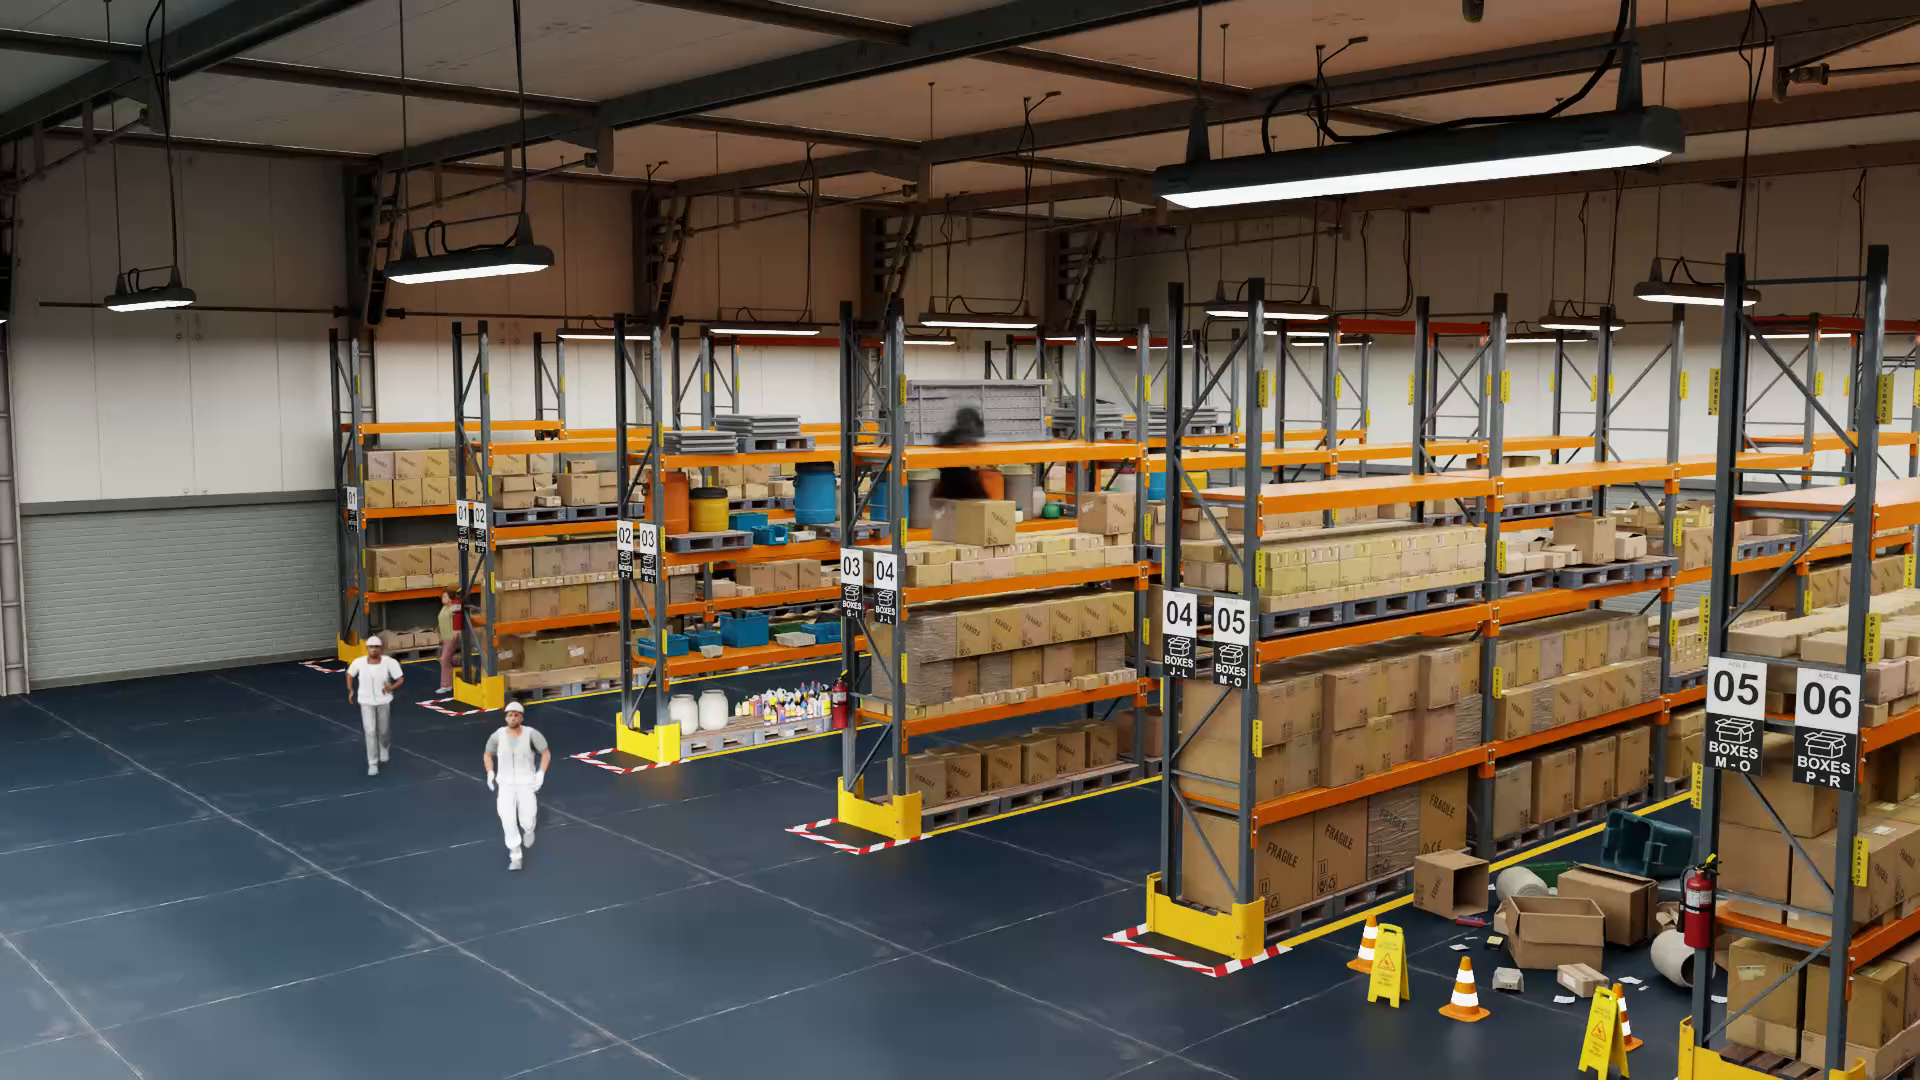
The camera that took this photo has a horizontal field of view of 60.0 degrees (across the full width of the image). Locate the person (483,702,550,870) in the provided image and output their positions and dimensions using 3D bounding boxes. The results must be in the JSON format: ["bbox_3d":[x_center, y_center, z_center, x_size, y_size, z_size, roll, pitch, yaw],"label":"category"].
[{"bbox_3d":[-4.678,2.562,17.557,0.698,1.747,0.690,-1,6,-8],"label":"person"}]

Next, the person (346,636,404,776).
[{"bbox_3d":[-7.637,2.124,21.740,0.718,1.760,0.900,-2,6,-18],"label":"person"}]

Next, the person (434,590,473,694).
[{"bbox_3d":[-8.354,1.649,27.398,0.628,1.685,0.837,4,7,37],"label":"person"}]
